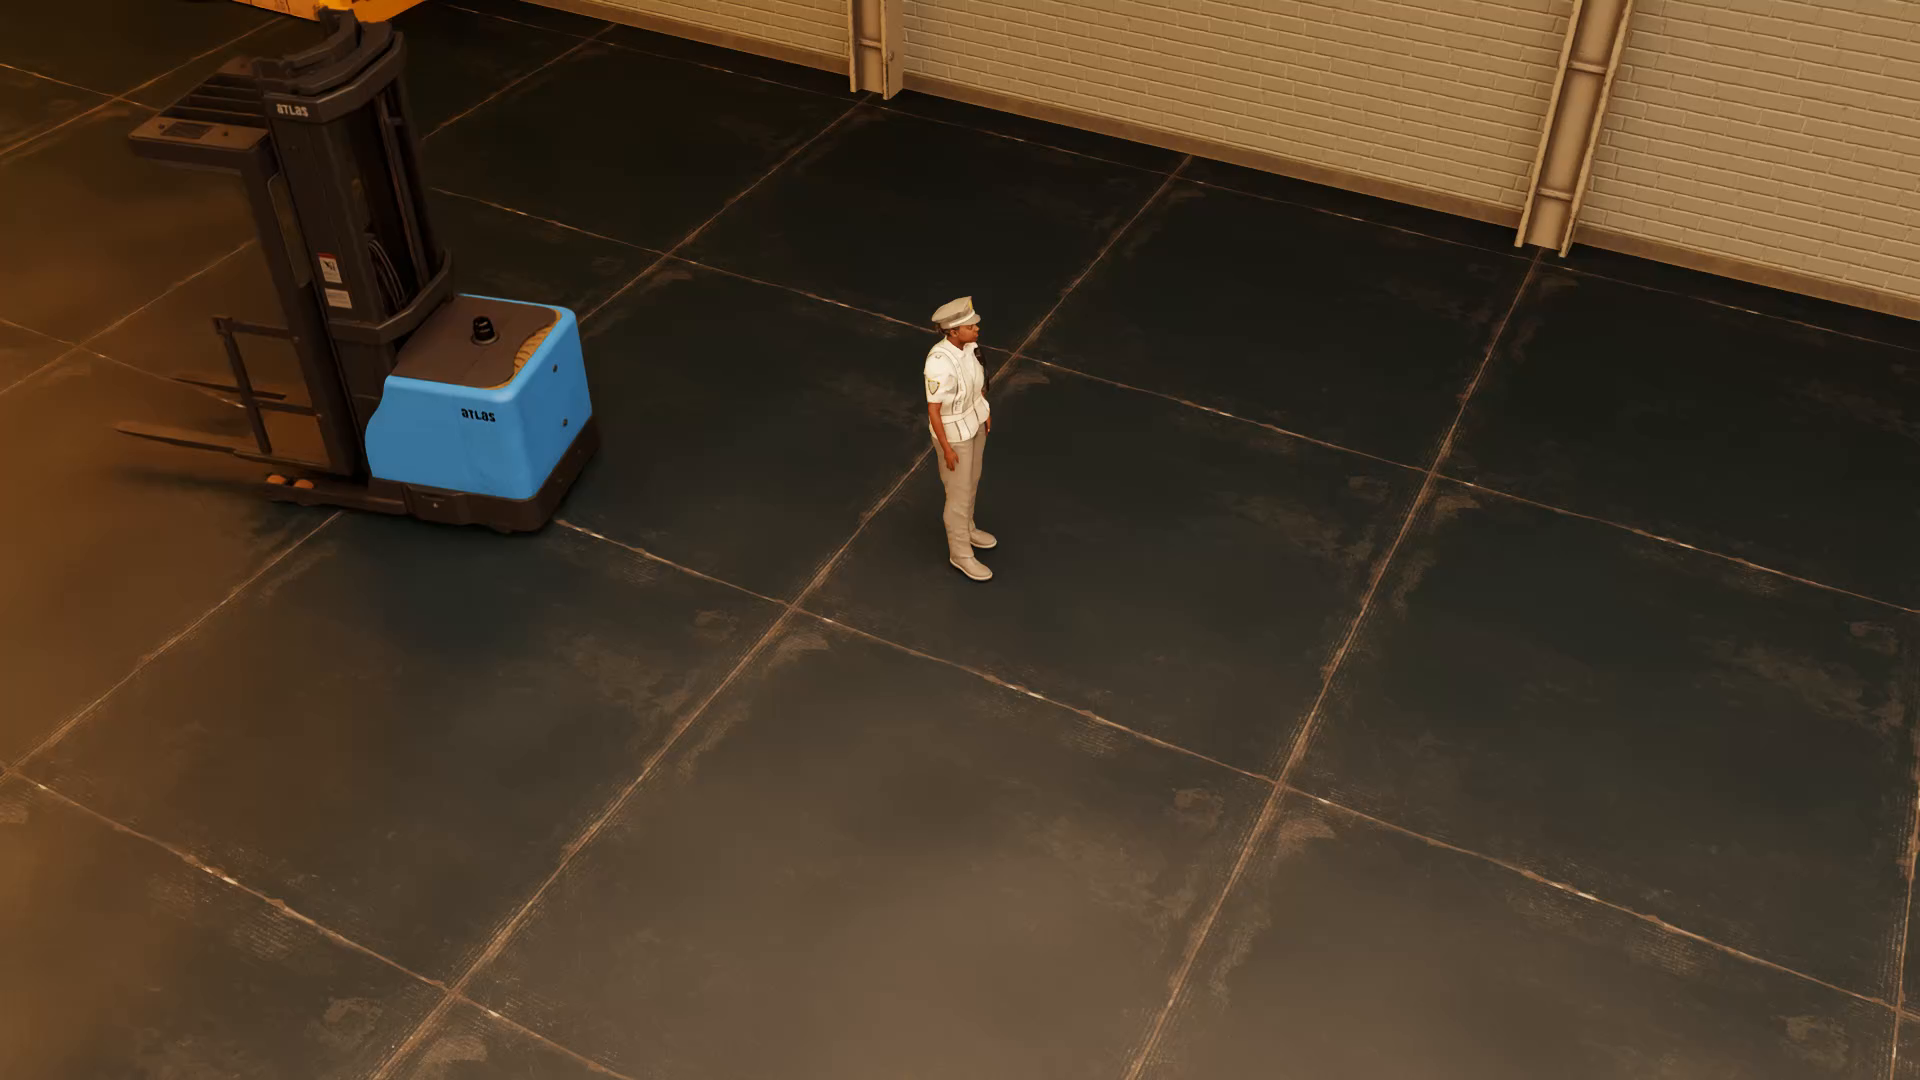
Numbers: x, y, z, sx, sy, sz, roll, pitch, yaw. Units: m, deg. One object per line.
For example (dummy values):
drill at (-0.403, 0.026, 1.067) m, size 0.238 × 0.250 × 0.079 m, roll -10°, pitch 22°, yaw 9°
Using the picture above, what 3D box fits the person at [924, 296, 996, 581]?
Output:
person at (0.058, -0.619, 9.672) m, size 0.528 × 1.693 × 0.569 m, roll 18°, pitch 43°, yaw 21°

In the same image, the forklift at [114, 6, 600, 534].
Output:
forklift at (-3.938, -1.659, 9.956) m, size 3.031 × 2.935 × 1.130 m, roll 9°, pitch 41°, yaw 10°
